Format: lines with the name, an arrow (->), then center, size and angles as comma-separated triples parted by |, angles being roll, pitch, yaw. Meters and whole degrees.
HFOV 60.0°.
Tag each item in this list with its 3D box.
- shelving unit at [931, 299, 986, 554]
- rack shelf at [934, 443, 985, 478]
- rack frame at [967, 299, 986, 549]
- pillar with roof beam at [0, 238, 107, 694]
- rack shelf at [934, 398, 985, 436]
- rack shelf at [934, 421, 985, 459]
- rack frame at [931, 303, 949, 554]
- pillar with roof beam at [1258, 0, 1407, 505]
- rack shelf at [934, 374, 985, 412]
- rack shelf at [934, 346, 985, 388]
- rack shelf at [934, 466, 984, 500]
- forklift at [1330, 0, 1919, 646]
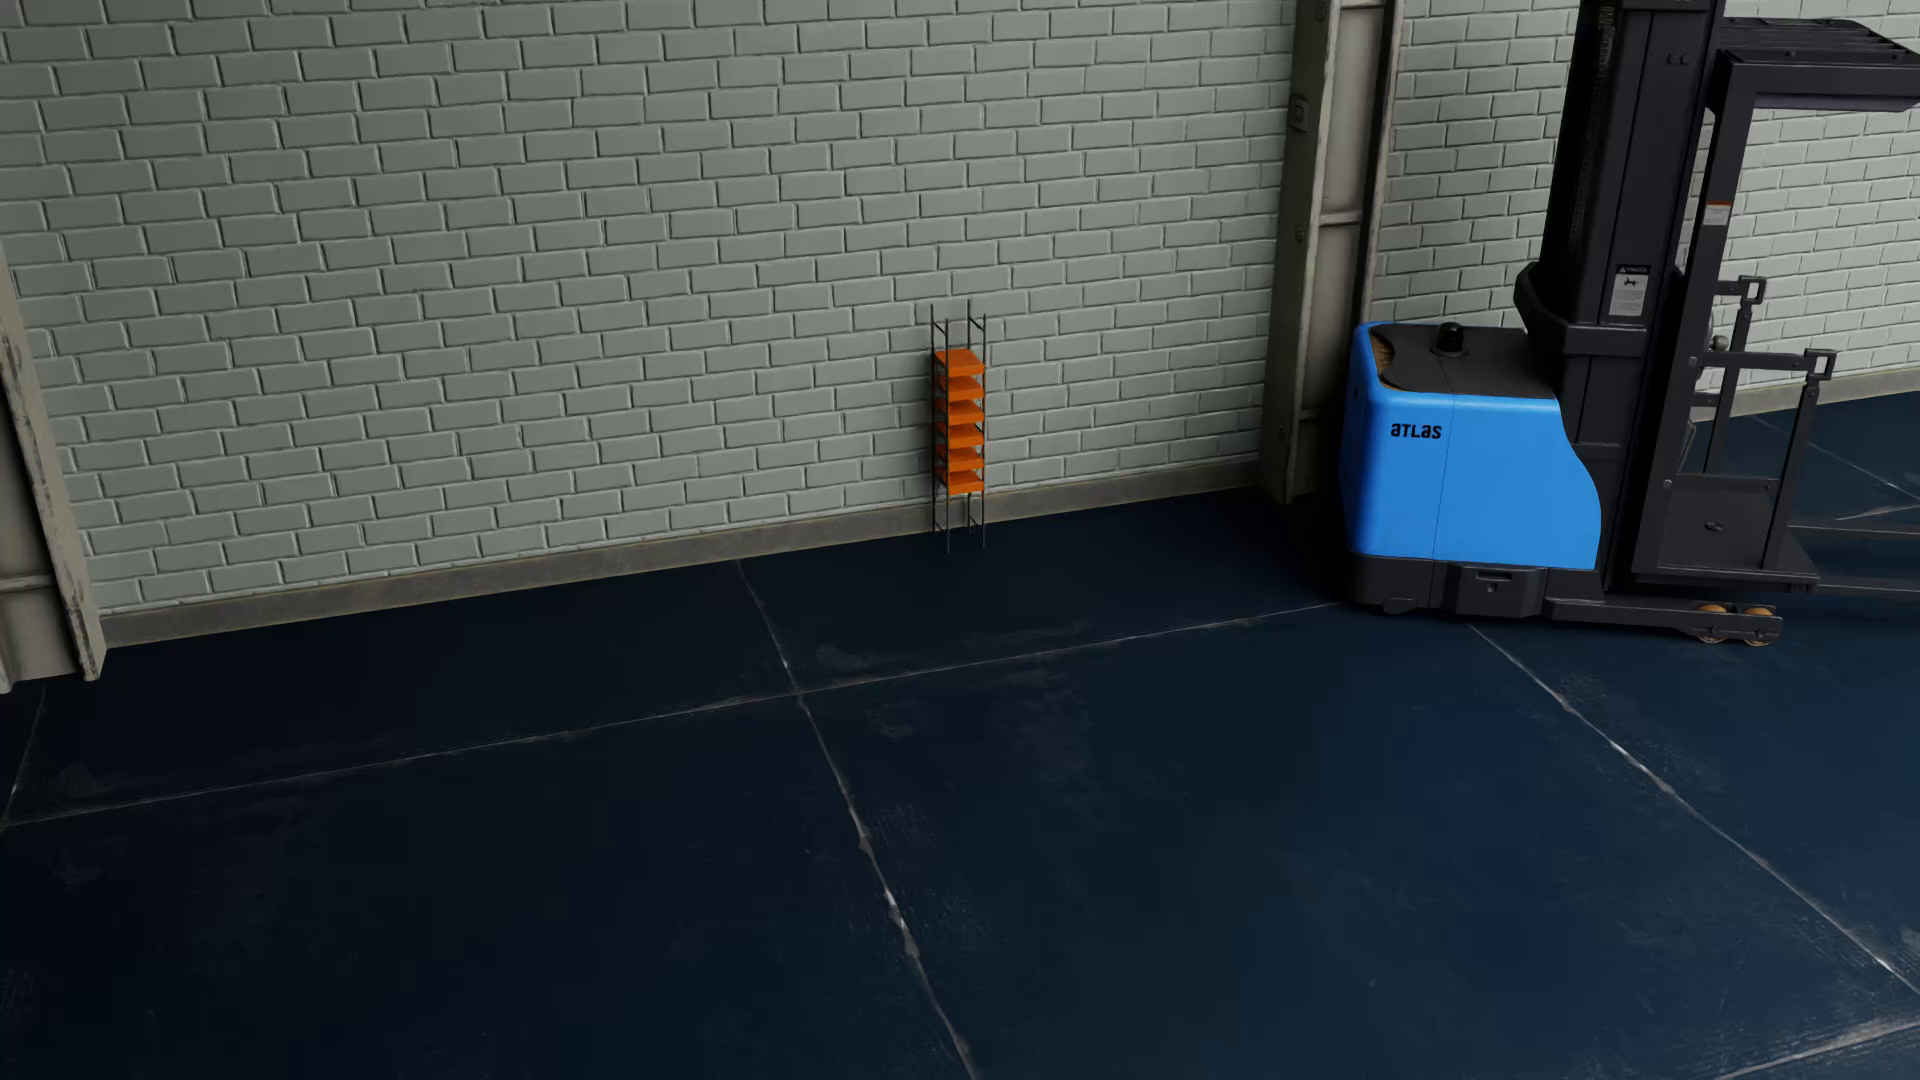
shelving unit -> -0.009, -0.532, 7.972 | 0.189, 1.200, 0.258 | -9, 28, -17
rack shelf -> -0.009, -0.385, 8.045 | 0.180, 0.103, 0.258 | -9, 28, -17
rack frame -> 0.078, -0.545, 7.999 | 0.006, 1.200, 0.240 | -9, 28, -17
pillar with roof beam -> -2.560, -1.656, 1.467 | 0.400, 9.000, 9.100 | -8, 28, -16
rack shelf -> -0.009, -0.600, 7.939 | 0.180, 0.103, 0.258 | -9, 28, -17
rack shelf -> -0.009, -0.492, 7.992 | 0.180, 0.103, 0.258 | -9, 28, -17
rack frame -> -0.095, -0.519, 7.946 | 0.006, 1.200, 0.240 | -9, 28, -17
pillar with roof beam -> 3.145, -2.483, 3.131 | 0.400, 9.000, 9.100 | -8, 28, -16
rack shelf -> -0.009, -0.707, 7.885 | 0.180, 0.103, 0.258 | -9, 28, -17
rack shelf -> -0.009, -0.815, 7.832 | 0.180, 0.103, 0.258 | -9, 28, -17
rack shelf -> -0.009, -0.277, 8.099 | 0.180, 0.103, 0.258 | -9, 28, -17
forklift -> 3.300, -1.099, 7.168 | 3.031, 2.935, 1.130 | 4, 27, 7
